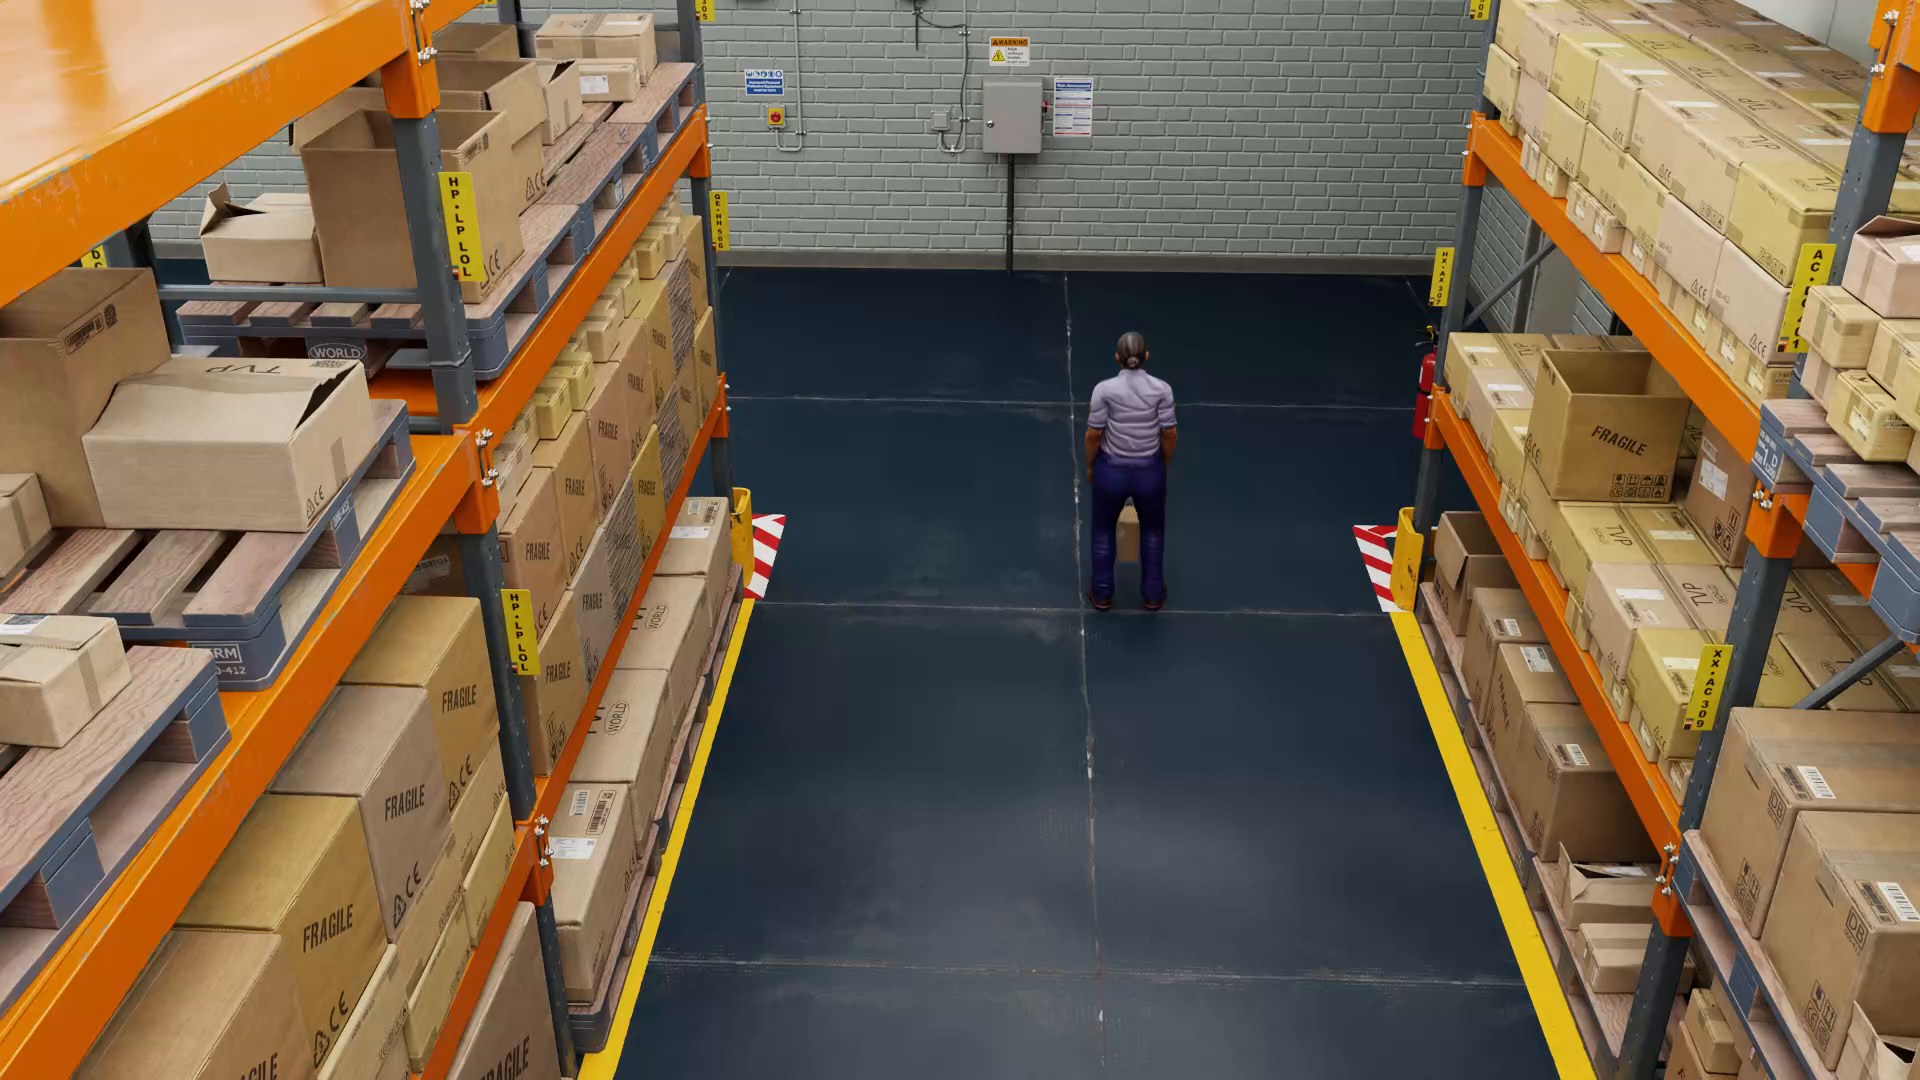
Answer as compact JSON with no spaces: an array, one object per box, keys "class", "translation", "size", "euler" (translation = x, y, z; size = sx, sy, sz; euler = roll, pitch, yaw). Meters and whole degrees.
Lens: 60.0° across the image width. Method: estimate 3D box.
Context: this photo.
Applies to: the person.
[{"class":"person","translation":[0.954,-0.367,9.314],"size":[0.532,1.654,0.368],"euler":[0,28,0]}]
